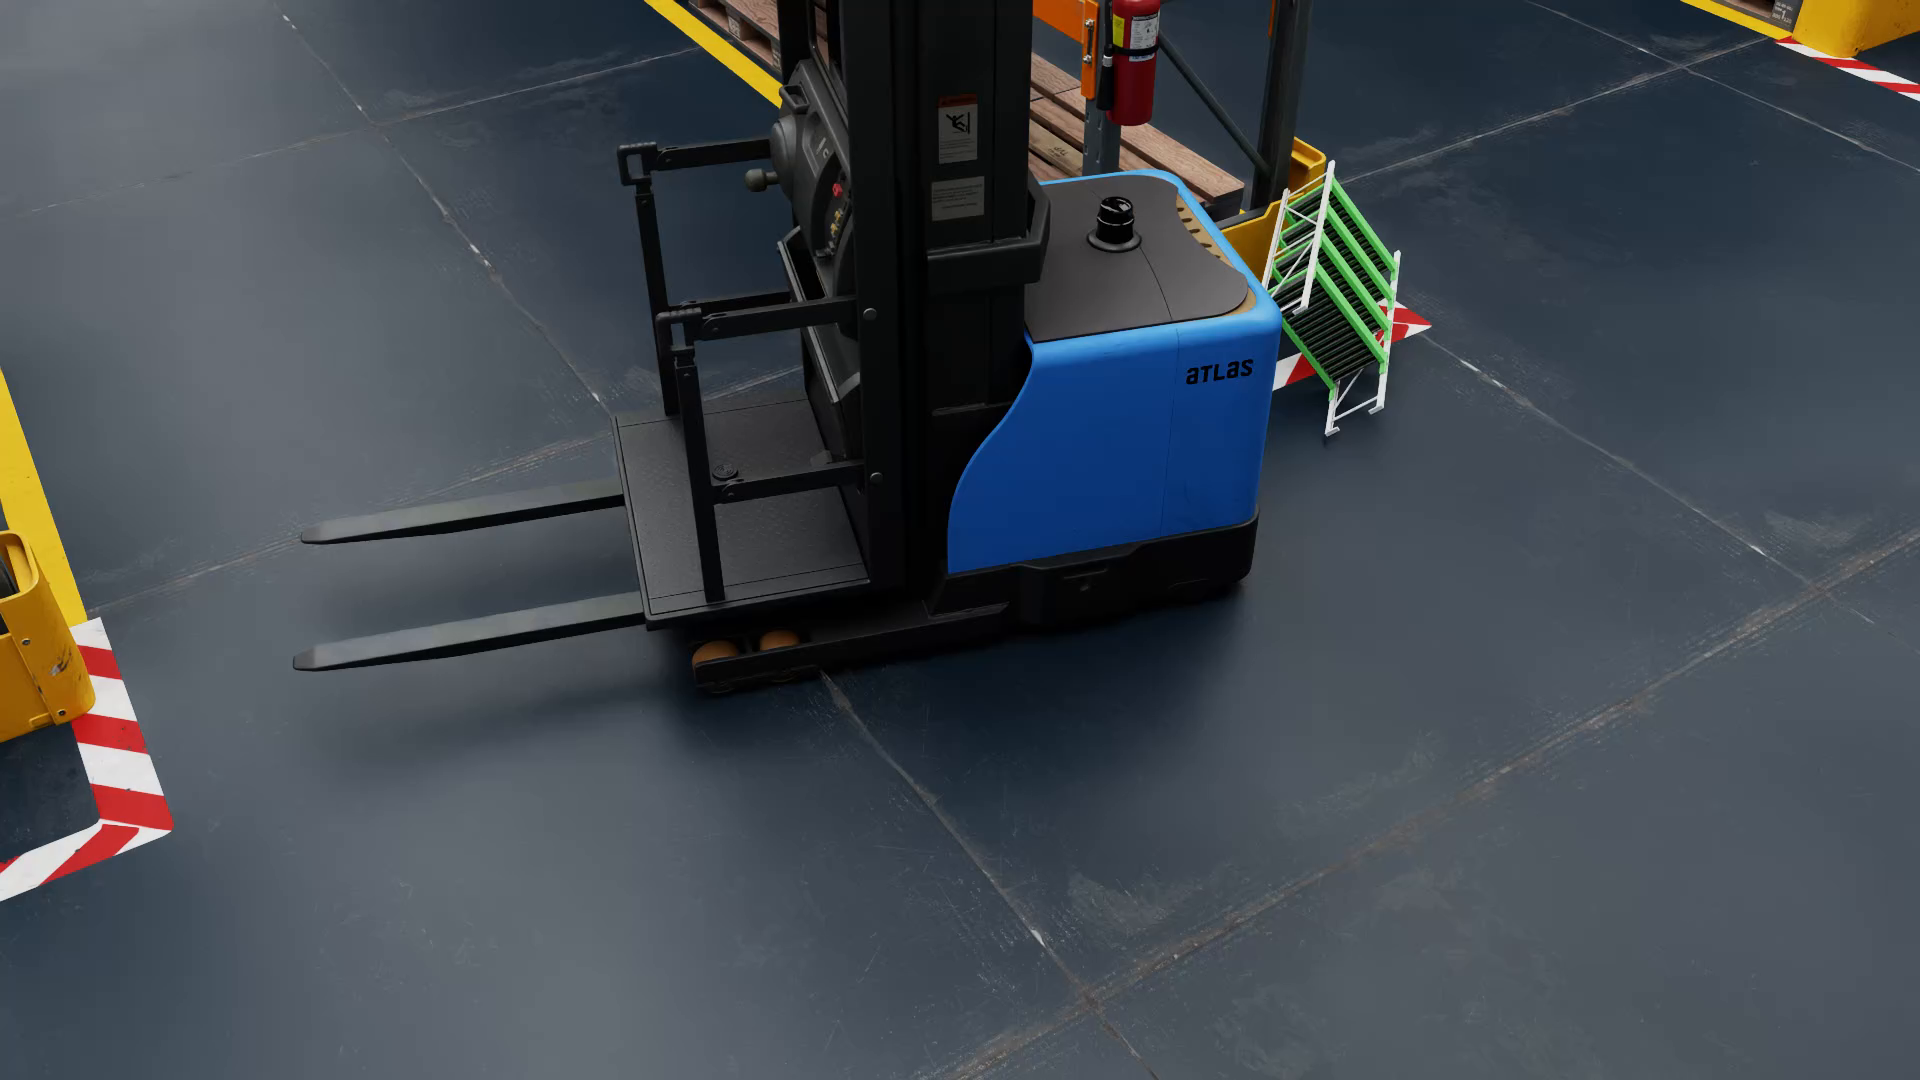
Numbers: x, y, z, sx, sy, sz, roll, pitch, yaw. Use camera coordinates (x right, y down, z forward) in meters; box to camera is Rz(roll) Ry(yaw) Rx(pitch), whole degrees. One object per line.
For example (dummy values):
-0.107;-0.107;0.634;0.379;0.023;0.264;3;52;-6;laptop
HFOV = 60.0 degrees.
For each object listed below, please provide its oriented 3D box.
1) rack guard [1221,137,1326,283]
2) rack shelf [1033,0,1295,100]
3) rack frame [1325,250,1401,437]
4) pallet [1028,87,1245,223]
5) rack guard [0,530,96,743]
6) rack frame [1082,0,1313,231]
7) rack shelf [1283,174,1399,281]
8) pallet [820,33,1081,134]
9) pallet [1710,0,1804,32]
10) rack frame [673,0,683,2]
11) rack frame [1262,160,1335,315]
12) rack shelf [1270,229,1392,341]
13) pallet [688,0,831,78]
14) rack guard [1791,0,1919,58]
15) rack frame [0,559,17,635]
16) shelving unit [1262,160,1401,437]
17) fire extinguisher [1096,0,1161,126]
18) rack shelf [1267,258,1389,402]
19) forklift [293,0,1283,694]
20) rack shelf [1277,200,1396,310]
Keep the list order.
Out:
0.951;-1.270;6.883;1.175;0.500;0.348;-22;45;-24;rack guard
-0.148;-3.042;7.619;1.077;0.370;4.000;-22;45;-24;rack shelf
1.595;-0.796;6.548;0.240;0.015;1.200;-29;24;34;rack frame
0.517;-1.626;7.536;1.003;0.211;1.213;-22;45;-24;pallet
-3.236;0.440;4.832;1.175;0.500;0.348;-22;45;-24;rack guard
0.927;-2.238;6.093;1.000;3.000;0.127;-22;45;-24;rack frame
1.545;-1.215;6.781;0.258;0.480;0.148;-29;24;34;rack shelf
-0.135;-2.284;8.325;1.003;0.211;1.213;-22;45;-24;pallet
4.635;-3.341;9.595;1.003;0.211;1.213;-22;45;-24;pallet
-1.224;-4.397;8.684;1.000;3.000;0.127;-22;45;-24;rack frame
1.285;-1.135;6.383;0.240;0.015;1.200;-29;24;34;rack frame
1.424;-0.927;6.417;0.258;0.480;0.148;-29;24;34;rack shelf
-0.795;-2.943;9.117;1.003;0.211;1.213;-22;45;-24;pallet
5.065;-3.022;8.986;1.175;0.500;0.348;-22;45;-24;rack guard
-3.249;-0.534;4.047;1.000;3.000;0.127;-22;45;-24;rack frame
1.440;-0.965;6.465;0.258;0.503;1.200;-29;24;34;shelving unit
0.625;-1.828;5.952;0.296;0.674;0.183;-22;45;-24;fire extinguisher
1.363;-0.783;6.235;0.258;0.480;0.148;-29;24;34;rack shelf
-0.603;-1.025;4.690;3.031;2.935;1.130;-10;41;-11;forklift
1.484;-1.071;6.599;0.258;0.480;0.148;-29;24;34;rack shelf
